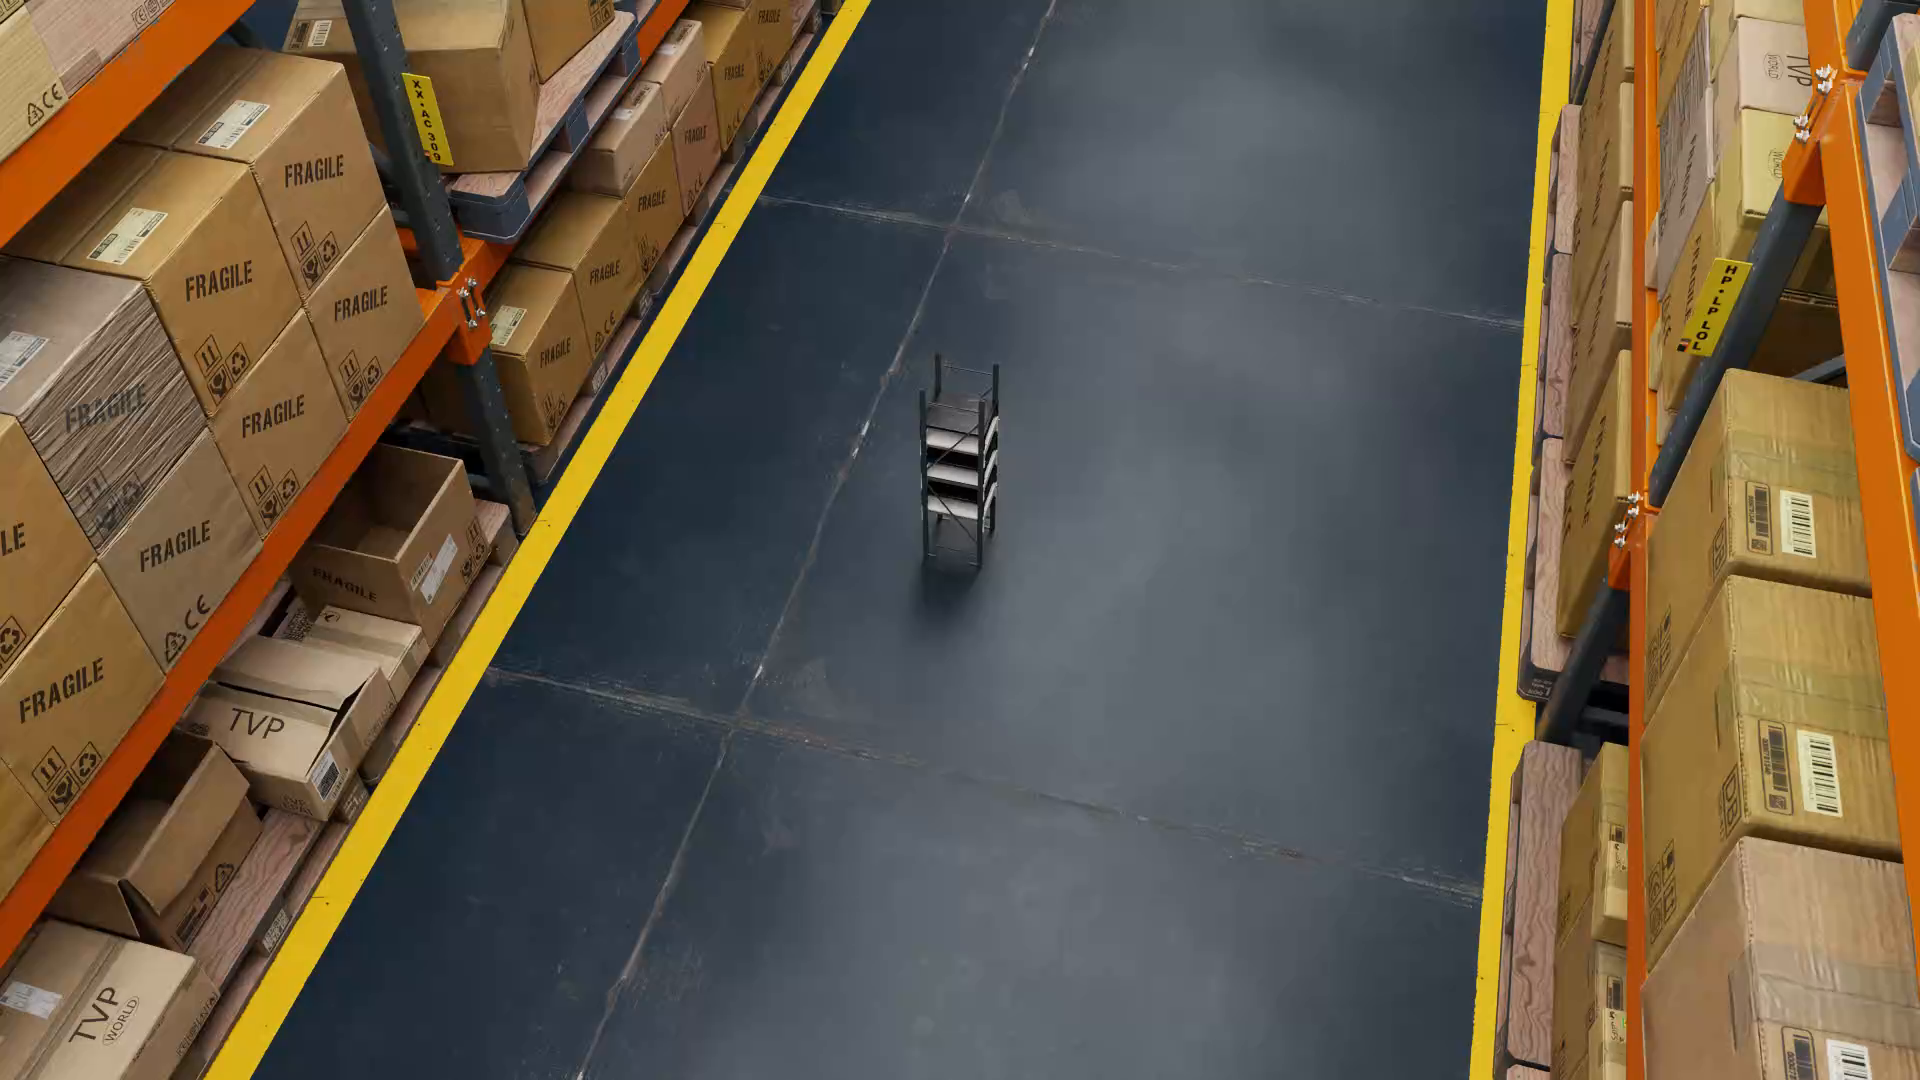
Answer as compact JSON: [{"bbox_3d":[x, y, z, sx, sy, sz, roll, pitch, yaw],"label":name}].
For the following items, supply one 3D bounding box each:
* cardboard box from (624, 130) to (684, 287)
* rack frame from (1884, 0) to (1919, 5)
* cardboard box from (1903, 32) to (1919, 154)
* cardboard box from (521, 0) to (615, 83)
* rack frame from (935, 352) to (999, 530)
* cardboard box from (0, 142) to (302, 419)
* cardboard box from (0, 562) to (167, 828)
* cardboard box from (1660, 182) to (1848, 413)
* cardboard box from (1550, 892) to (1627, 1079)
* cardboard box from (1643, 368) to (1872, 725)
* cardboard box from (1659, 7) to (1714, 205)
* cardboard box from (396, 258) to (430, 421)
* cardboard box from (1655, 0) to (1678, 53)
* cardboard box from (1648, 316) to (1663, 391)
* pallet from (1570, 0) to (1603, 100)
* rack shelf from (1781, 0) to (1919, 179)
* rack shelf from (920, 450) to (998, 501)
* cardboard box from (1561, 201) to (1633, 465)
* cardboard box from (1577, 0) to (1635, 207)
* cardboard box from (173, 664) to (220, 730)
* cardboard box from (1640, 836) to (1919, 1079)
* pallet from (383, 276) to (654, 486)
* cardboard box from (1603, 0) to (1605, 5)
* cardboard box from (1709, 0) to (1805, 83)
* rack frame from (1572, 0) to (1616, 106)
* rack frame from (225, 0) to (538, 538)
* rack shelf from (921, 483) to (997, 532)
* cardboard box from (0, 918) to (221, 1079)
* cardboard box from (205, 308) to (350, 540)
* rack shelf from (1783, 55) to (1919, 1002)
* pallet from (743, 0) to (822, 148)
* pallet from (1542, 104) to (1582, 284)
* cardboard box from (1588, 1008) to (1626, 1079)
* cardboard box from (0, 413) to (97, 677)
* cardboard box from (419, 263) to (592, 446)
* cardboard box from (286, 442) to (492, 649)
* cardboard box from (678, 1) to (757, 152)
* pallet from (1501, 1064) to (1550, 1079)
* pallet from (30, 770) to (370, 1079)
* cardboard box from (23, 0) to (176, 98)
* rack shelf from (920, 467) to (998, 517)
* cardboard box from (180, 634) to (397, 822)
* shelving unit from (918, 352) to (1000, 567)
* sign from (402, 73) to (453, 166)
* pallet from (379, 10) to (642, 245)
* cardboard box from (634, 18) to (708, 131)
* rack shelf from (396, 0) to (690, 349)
[{"bbox_3d":[-1.581,-1.512,7.377,0.500,0.500,0.500,12,50,10],"label":"cardboard box"},{"bbox_3d":[2.568,-2.154,2.568,1.000,3.000,0.127,12,50,10],"label":"rack frame"},{"bbox_3d":[2.132,-0.836,3.159,0.500,0.250,0.500,11,50,10],"label":"cardboard box"},{"bbox_3d":[-1.751,-2.124,6.196,0.700,0.500,0.500,19,51,16],"label":"cardboard box"},{"bbox_3d":[0.025,-0.365,6.391,0.240,0.900,0.006,12,50,10],"label":"rack frame"},{"bbox_3d":[-2.227,-0.720,4.570,0.500,0.500,0.500,11,49,9],"label":"cardboard box"},{"bbox_3d":[-2.495,0.349,4.293,0.500,0.500,0.500,12,50,11],"label":"cardboard box"},{"bbox_3d":[2.447,-0.691,4.999,0.500,0.500,0.500,11,49,9],"label":"cardboard box"},{"bbox_3d":[2.137,1.403,4.817,0.700,0.500,0.500,11,50,10],"label":"cardboard box"},{"bbox_3d":[2.410,0.121,4.361,0.980,0.700,0.700,12,50,11],"label":"cardboard box"},{"bbox_3d":[2.712,-1.423,5.646,0.500,0.500,0.500,12,50,10],"label":"cardboard box"},{"bbox_3d":[-2.358,-0.876,6.815,0.500,0.500,0.500,11,50,10],"label":"cardboard box"},{"bbox_3d":[2.968,-2.164,6.300,0.500,0.500,0.500,11,50,10],"label":"cardboard box"},{"bbox_3d":[2.428,-0.580,5.334,0.380,0.149,0.250,12,50,11],"label":"cardboard box"},{"bbox_3d":[3.828,-2.704,8.915,1.003,0.211,1.213,12,50,10],"label":"pallet"},{"bbox_3d":[3.095,-2.370,5.239,1.077,0.370,4.000,12,50,10],"label":"rack shelf"},{"bbox_3d":[-0.002,-0.270,6.351,0.258,0.077,0.200,12,50,10],"label":"rack shelf"},{"bbox_3d":[2.845,-0.736,6.471,0.750,0.750,0.750,13,50,11],"label":"cardboard box"},{"bbox_3d":[3.301,-1.984,7.573,0.750,0.750,0.750,11,49,10],"label":"cardboard box"},{"bbox_3d":[-2.749,0.537,5.791,0.380,0.166,0.250,12,50,10],"label":"cardboard box"},{"bbox_3d":[2.030,1.176,3.430,0.980,0.700,0.700,9,49,8],"label":"cardboard box"},{"bbox_3d":[-2.034,-0.817,7.249,1.003,0.211,1.213,12,50,10],"label":"pallet"},{"bbox_3d":[3.760,-2.912,8.612,0.700,0.500,0.500,12,50,11],"label":"cardboard box"},{"bbox_3d":[2.723,-1.680,5.373,0.500,0.250,0.500,12,50,11],"label":"cardboard box"},{"bbox_3d":[3.621,-3.062,7.371,1.000,3.000,0.127,12,50,10],"label":"rack frame"},{"bbox_3d":[-2.212,-1.144,5.678,1.000,3.000,0.127,12,50,10],"label":"rack frame"},{"bbox_3d":[-0.002,-0.151,6.486,0.258,0.077,0.200,12,50,10],"label":"rack shelf"},{"bbox_3d":[-2.585,1.453,4.926,0.500,0.250,0.500,12,50,10],"label":"cardboard box"},{"bbox_3d":[-2.230,-0.392,4.947,0.500,0.500,0.500,13,50,11],"label":"cardboard box"},{"bbox_3d":[2.042,0.523,2.686,1.077,0.370,4.000,12,50,10],"label":"rack shelf"},{"bbox_3d":[-1.392,-2.582,8.807,1.003,0.211,1.213,12,50,10],"label":"pallet"},{"bbox_3d":[3.341,-1.584,7.926,1.003,0.211,1.213,12,50,10],"label":"pallet"},{"bbox_3d":[1.869,1.415,4.374,0.380,0.149,0.250,10,49,9],"label":"cardboard box"},{"bbox_3d":[-2.494,0.008,3.927,0.500,0.500,0.500,11,50,10],"label":"cardboard box"},{"bbox_3d":[-1.849,-0.764,6.716,0.500,0.500,0.500,10,49,8],"label":"cardboard box"},{"bbox_3d":[-2.088,0.006,6.037,0.500,0.500,0.500,12,50,10],"label":"cardboard box"},{"bbox_3d":[-1.315,-2.258,8.035,0.500,0.500,0.500,10,49,9],"label":"cardboard box"},{"bbox_3d":[1.974,2.174,4.610,1.003,0.211,1.213,12,50,10],"label":"pallet"},{"bbox_3d":[-2.713,1.161,5.504,1.003,0.211,1.213,12,50,10],"label":"pallet"},{"bbox_3d":[-2.225,-1.323,3.935,0.500,0.250,0.500,12,50,10],"label":"cardboard box"},{"bbox_3d":[-0.002,-0.210,6.419,0.258,0.077,0.200,12,50,10],"label":"rack shelf"},{"bbox_3d":[-2.285,0.611,5.629,0.500,0.311,0.500,12,50,10],"label":"cardboard box"},{"bbox_3d":[-0.002,-0.292,6.326,0.258,0.900,0.210,12,50,10],"label":"shelving unit"},{"bbox_3d":[-1.686,-1.329,5.264,0.100,0.325,0.005,12,50,10],"label":"sign"},{"bbox_3d":[-1.896,-1.637,6.241,1.003,0.211,1.213,12,50,10],"label":"pallet"},{"bbox_3d":[-1.455,-2.098,7.394,0.500,0.250,0.500,11,49,9],"label":"cardboard box"},{"bbox_3d":[-1.685,-2.352,7.224,1.077,0.370,4.000,12,50,10],"label":"rack shelf"}]
